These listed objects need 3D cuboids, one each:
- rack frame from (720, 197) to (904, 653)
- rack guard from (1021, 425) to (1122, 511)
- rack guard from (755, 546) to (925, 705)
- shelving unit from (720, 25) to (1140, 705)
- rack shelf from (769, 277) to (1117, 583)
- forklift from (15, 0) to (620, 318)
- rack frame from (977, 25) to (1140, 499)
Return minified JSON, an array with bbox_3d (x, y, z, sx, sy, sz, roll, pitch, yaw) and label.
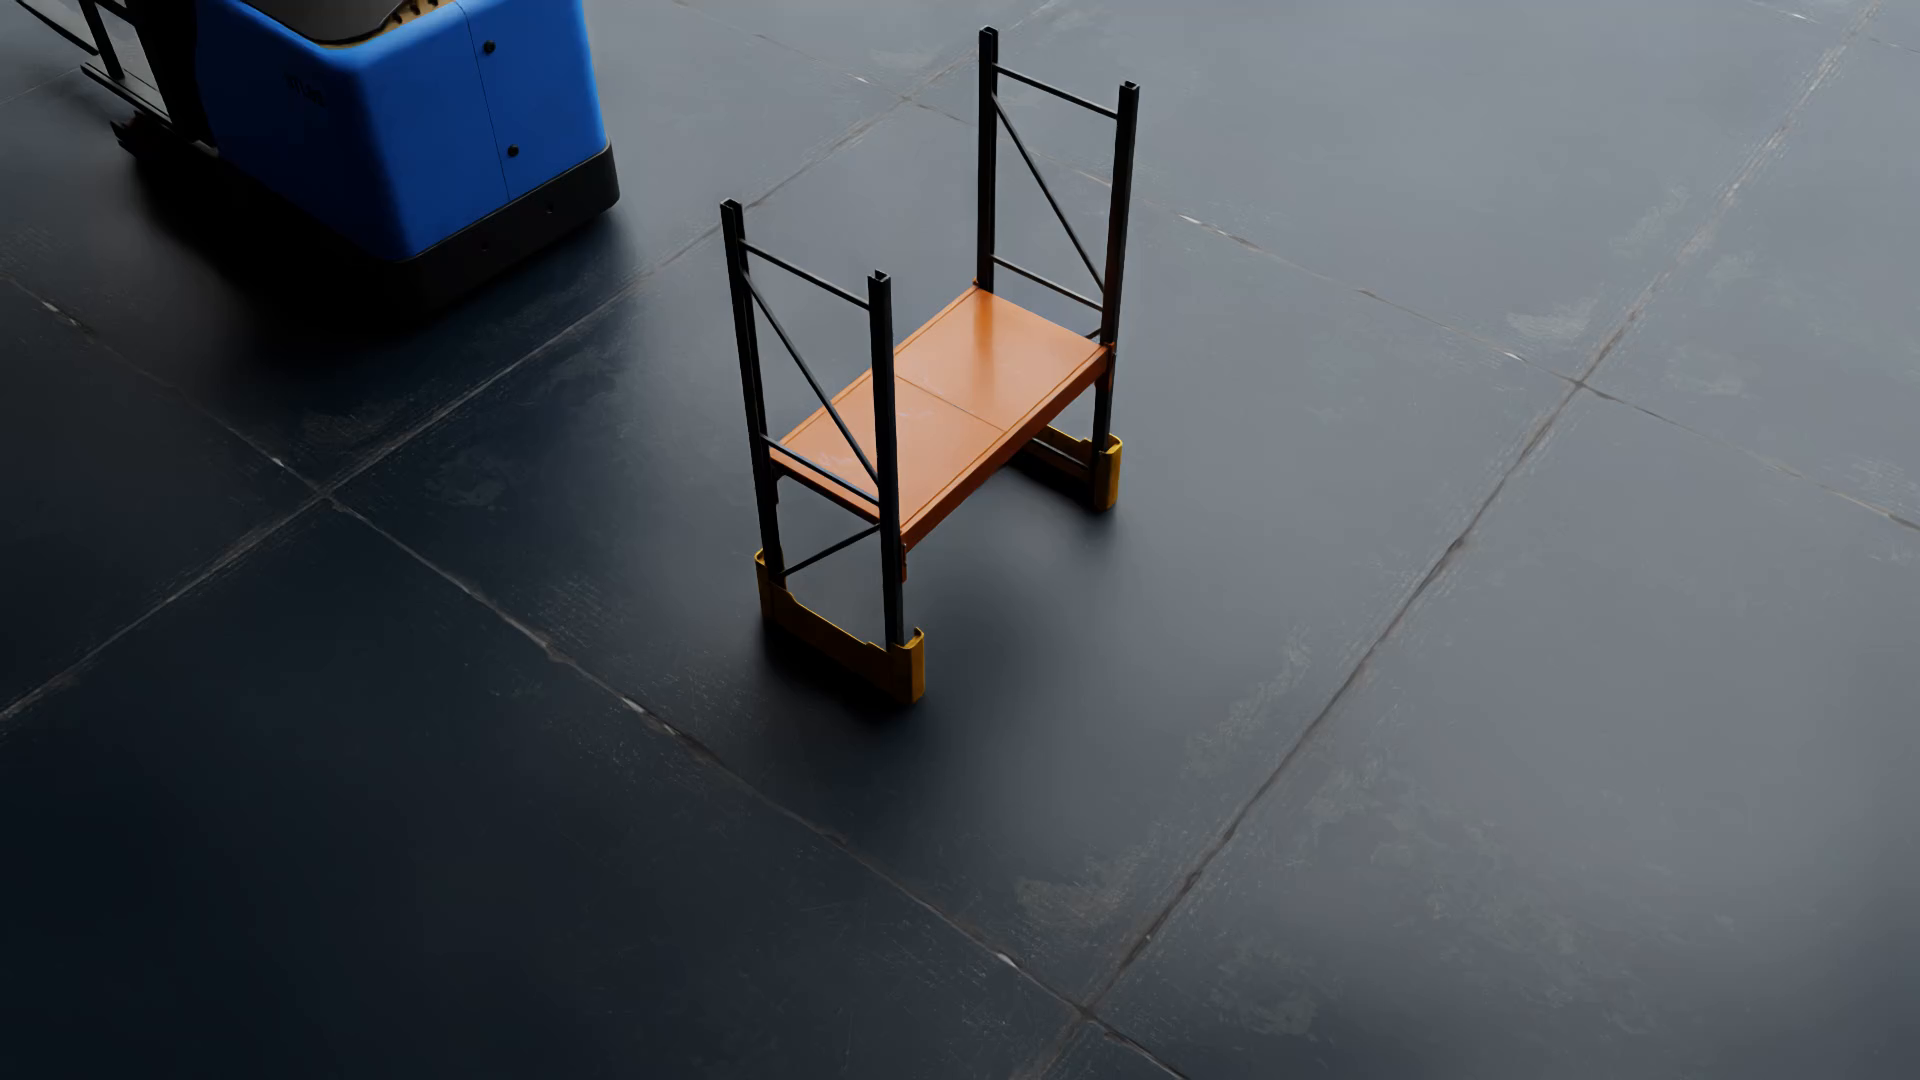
[{"bbox_3d":[-0.363,-0.178,4.383,0.500,1.500,0.032,29,53,25],"label":"rack frame"},{"bbox_3d":[0.258,-0.328,5.390,0.587,0.250,0.087,29,53,25],"label":"rack guard"},{"bbox_3d":[-0.351,0.242,4.846,0.587,0.250,0.087,29,53,25],"label":"rack guard"},{"bbox_3d":[-0.047,-0.474,4.666,0.587,1.500,1.083,29,53,25],"label":"shelving unit"},{"bbox_3d":[-0.052,-0.345,4.791,0.538,0.185,1.000,29,53,25],"label":"rack shelf"},{"bbox_3d":[-2.761,-2.717,5.819,3.031,2.935,1.130,32,54,27],"label":"forklift"},{"bbox_3d":[0.259,-0.760,4.939,0.500,1.500,0.032,29,53,25],"label":"rack frame"}]
